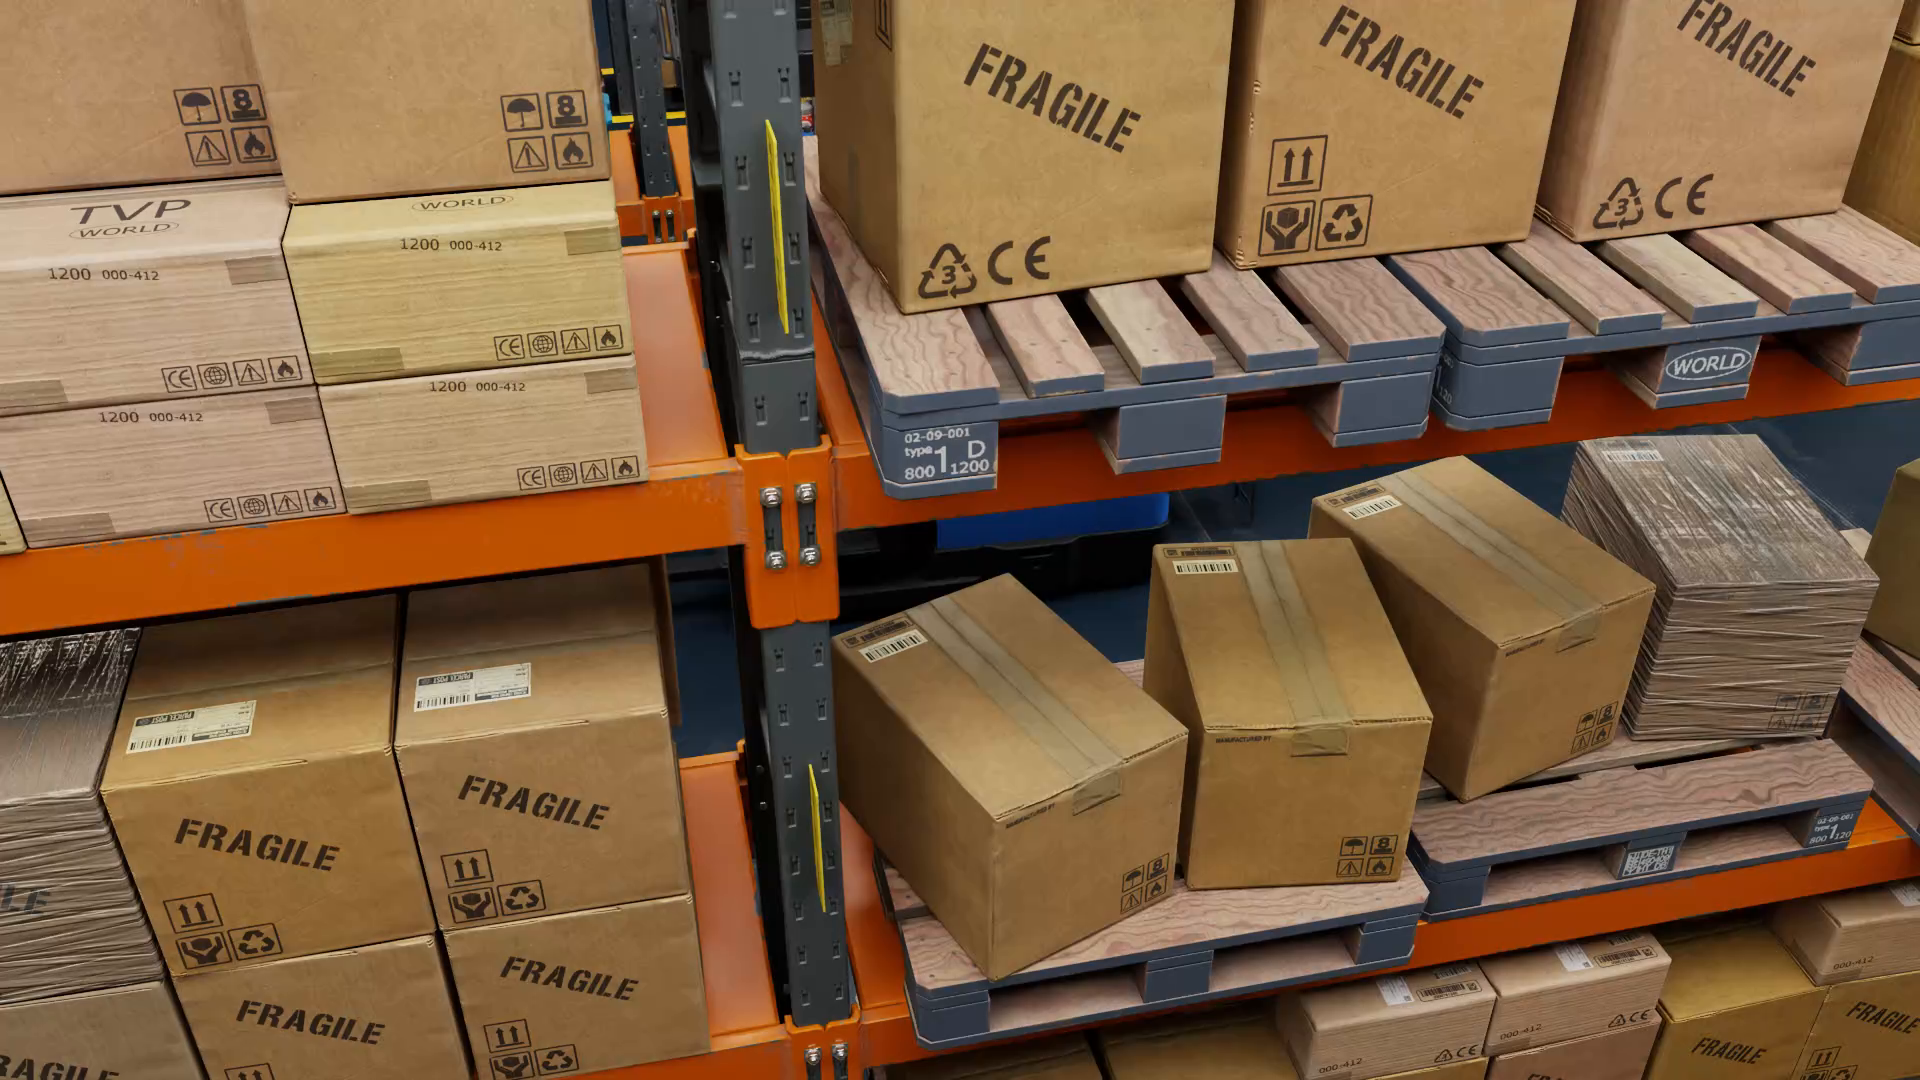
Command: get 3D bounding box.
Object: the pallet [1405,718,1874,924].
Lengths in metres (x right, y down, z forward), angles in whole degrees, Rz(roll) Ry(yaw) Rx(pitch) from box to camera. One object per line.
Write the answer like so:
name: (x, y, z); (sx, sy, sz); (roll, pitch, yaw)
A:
pallet: (1.588, 0.502, 4.482); (1.213, 0.211, 1.003); (-7, 35, -11)

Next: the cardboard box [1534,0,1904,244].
cardboard box: (1.391, -1.018, 3.327); (0.600, 0.600, 0.600); (-9, 35, -12)

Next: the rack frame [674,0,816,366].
rack frame: (-0.417, -1.819, 2.385); (0.127, 3.000, 1.000); (-7, 35, -11)

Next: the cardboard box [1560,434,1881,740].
cardboard box: (1.961, 0.112, 4.425); (0.500, 0.500, 0.700); (-1, 34, -2)

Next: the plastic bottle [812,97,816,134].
plastic bottle: (-0.650, -2.212, 8.399); (0.185, 0.351, 0.144); (-7, 35, -11)

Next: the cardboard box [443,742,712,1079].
cardboard box: (-0.848, 0.832, 3.729); (0.500, 0.500, 0.500); (-7, 34, -10)

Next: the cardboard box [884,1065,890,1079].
cardboard box: (0.001, 1.311, 4.953); (0.500, 0.500, 0.500); (-7, 35, -11)

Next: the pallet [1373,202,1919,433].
pallet: (1.245, -0.666, 3.528); (1.003, 0.211, 1.213); (-7, 35, -11)

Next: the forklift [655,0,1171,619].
forklift: (-0.636, -1.150, 6.833); (3.031, 2.935, 1.130); (-6, 34, -9)

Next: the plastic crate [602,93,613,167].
plastic crate: (-1.887, -1.796, 7.695); (0.575, 0.384, 0.392); (-7, 35, -11)

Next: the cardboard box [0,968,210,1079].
cardboard box: (-1.851, 0.960, 3.537); (0.500, 0.500, 0.500); (-6, 34, -9)

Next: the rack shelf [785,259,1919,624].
rack shelf: (1.533, -0.520, 3.787); (4.000, 0.370, 1.077); (-7, 35, -11)

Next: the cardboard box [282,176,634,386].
cardboard box: (-0.832, -0.511, 2.814); (0.500, 0.250, 0.500); (-7, 35, -11)

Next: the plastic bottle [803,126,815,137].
plastic bottle: (-0.721, -1.833, 7.904); (0.097, 0.271, 0.097); (0, 34, 0)

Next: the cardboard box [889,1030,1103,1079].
cardboard box: (0.108, 1.601, 4.521); (0.500, 0.500, 0.500); (-9, 35, -13)

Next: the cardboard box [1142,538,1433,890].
cardboard box: (0.751, 0.401, 3.994); (0.500, 0.500, 0.700); (-2, 34, -3)

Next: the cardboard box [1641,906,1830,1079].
cardboard box: (2.119, 1.342, 4.907); (0.500, 0.500, 0.500); (-8, 35, -12)

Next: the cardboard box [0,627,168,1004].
cardboard box: (-1.844, 0.545, 3.259); (0.500, 0.500, 0.500); (-7, 34, -10)

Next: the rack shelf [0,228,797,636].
rack shelf: (-2.368, -0.029, 3.054); (4.000, 0.370, 1.077); (-7, 35, -11)

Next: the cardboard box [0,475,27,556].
cardboard box: (-1.809, -0.185, 2.776); (0.500, 0.250, 0.500); (-7, 35, -11)

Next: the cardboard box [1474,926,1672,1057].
cardboard box: (1.573, 1.104, 4.588); (0.500, 0.250, 0.500); (-8, 35, -11)

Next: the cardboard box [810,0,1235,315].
cardboard box: (0.090, -0.853, 3.080); (0.600, 0.600, 0.600); (-10, 35, -15)

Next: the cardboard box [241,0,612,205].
cardboard box: (-0.883, -0.949, 2.794); (0.500, 0.500, 0.700); (-7, 35, -11)

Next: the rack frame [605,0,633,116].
rack frame: (-2.599, -4.712, 12.080); (0.127, 3.000, 1.000); (-7, 35, -11)

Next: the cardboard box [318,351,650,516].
cardboard box: (-0.833, -0.307, 2.958); (0.500, 0.250, 0.500); (-7, 35, -11)

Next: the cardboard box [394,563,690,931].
cardboard box: (-0.853, 0.418, 3.447); (0.500, 0.500, 0.500); (-7, 34, -10)

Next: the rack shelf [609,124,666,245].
rack shelf: (-3.457, -1.476, 7.903); (4.000, 0.370, 1.077); (-7, 35, -11)

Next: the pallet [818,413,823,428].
pallet: (-0.745, -0.935, 8.953); (1.213, 0.211, 1.003); (-7, 35, -11)

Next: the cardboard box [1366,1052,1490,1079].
cardboard box: (1.115, 1.472, 4.714); (0.500, 0.500, 0.500); (-7, 34, -10)

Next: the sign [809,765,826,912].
sign: (-0.290, 0.607, 3.377); (0.005, 0.325, 0.100); (-7, 35, -11)

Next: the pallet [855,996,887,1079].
pallet: (0.368, 1.710, 5.013); (1.213, 0.211, 1.003); (-7, 35, -11)

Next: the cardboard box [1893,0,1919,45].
cardboard box: (2.062, -1.346, 3.385); (0.500, 0.500, 0.500); (-7, 35, -11)

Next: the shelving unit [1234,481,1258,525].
shelving unit: (1.115, -0.610, 7.582); (0.503, 1.200, 0.258); (-6, 34, -9)

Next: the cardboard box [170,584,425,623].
cardboard box: (-1.442, 0.184, 3.796); (0.500, 0.500, 0.500); (-8, 35, -12)

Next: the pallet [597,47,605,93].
pallet: (-3.358, -3.503, 12.781); (1.213, 0.211, 1.003); (-7, 35, -11)
